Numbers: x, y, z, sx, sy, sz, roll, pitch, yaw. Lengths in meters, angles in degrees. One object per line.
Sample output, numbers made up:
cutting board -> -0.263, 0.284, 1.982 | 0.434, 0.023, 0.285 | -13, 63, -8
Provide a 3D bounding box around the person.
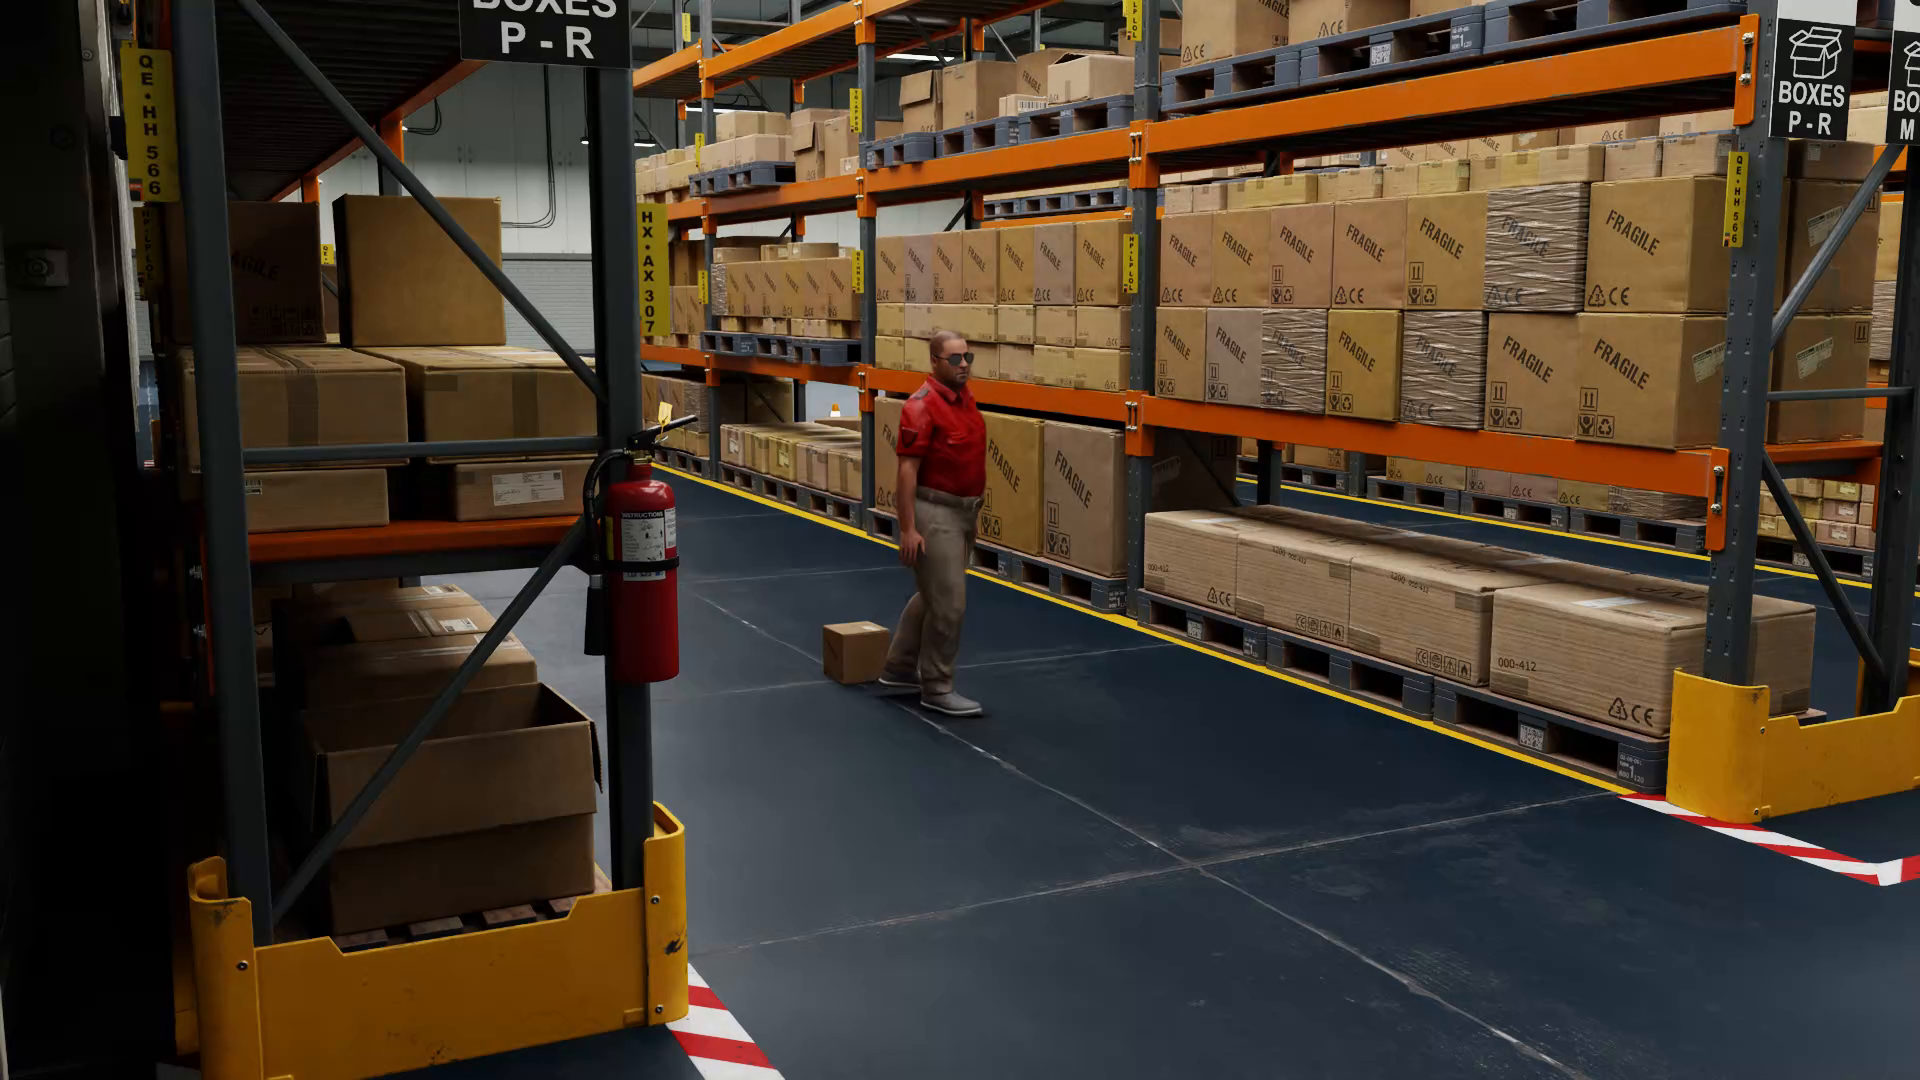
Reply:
person -> -0.040, -0.412, 7.403 | 0.316, 1.042, 0.569 | 4, 9, 24
